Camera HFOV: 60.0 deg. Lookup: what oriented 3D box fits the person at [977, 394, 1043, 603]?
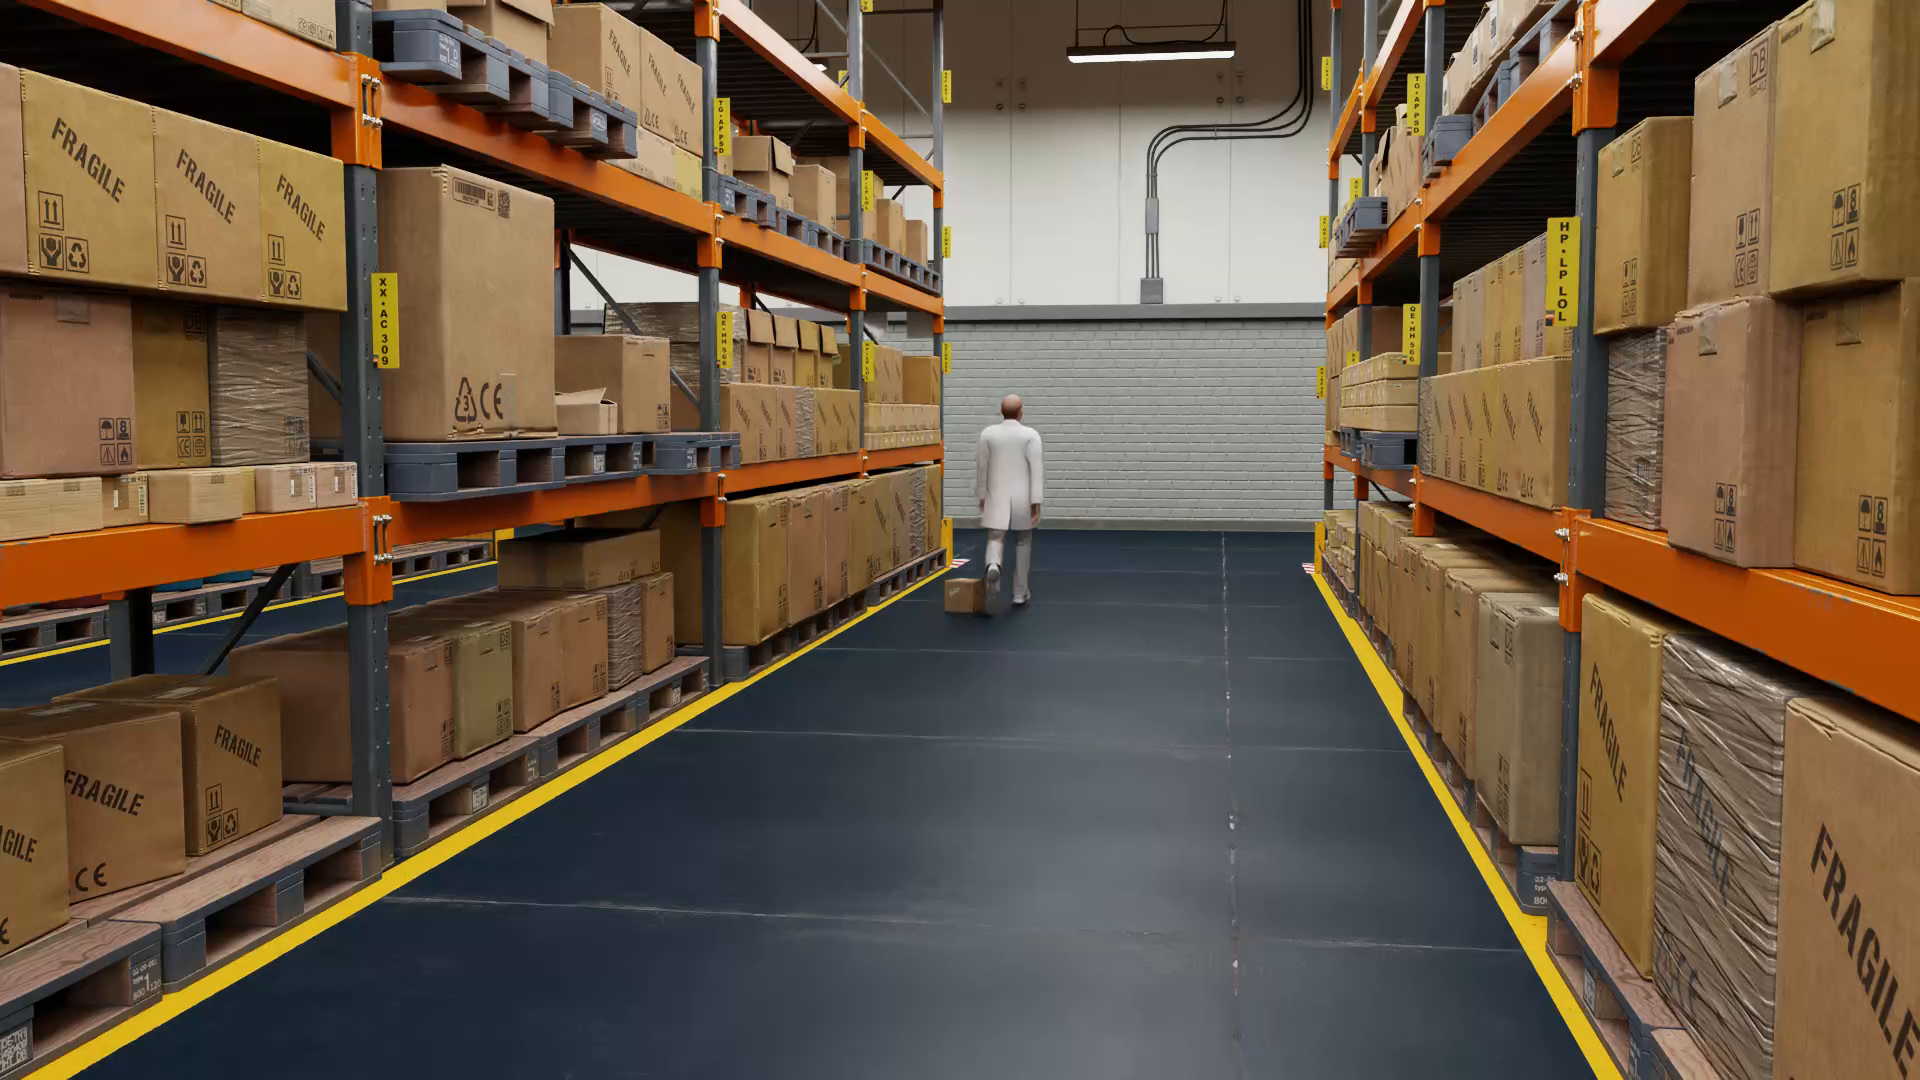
[{"bbox_3d":[0.410,-0.333,13.800,0.574,1.748,0.909,1,4,7],"label":"person"}]
